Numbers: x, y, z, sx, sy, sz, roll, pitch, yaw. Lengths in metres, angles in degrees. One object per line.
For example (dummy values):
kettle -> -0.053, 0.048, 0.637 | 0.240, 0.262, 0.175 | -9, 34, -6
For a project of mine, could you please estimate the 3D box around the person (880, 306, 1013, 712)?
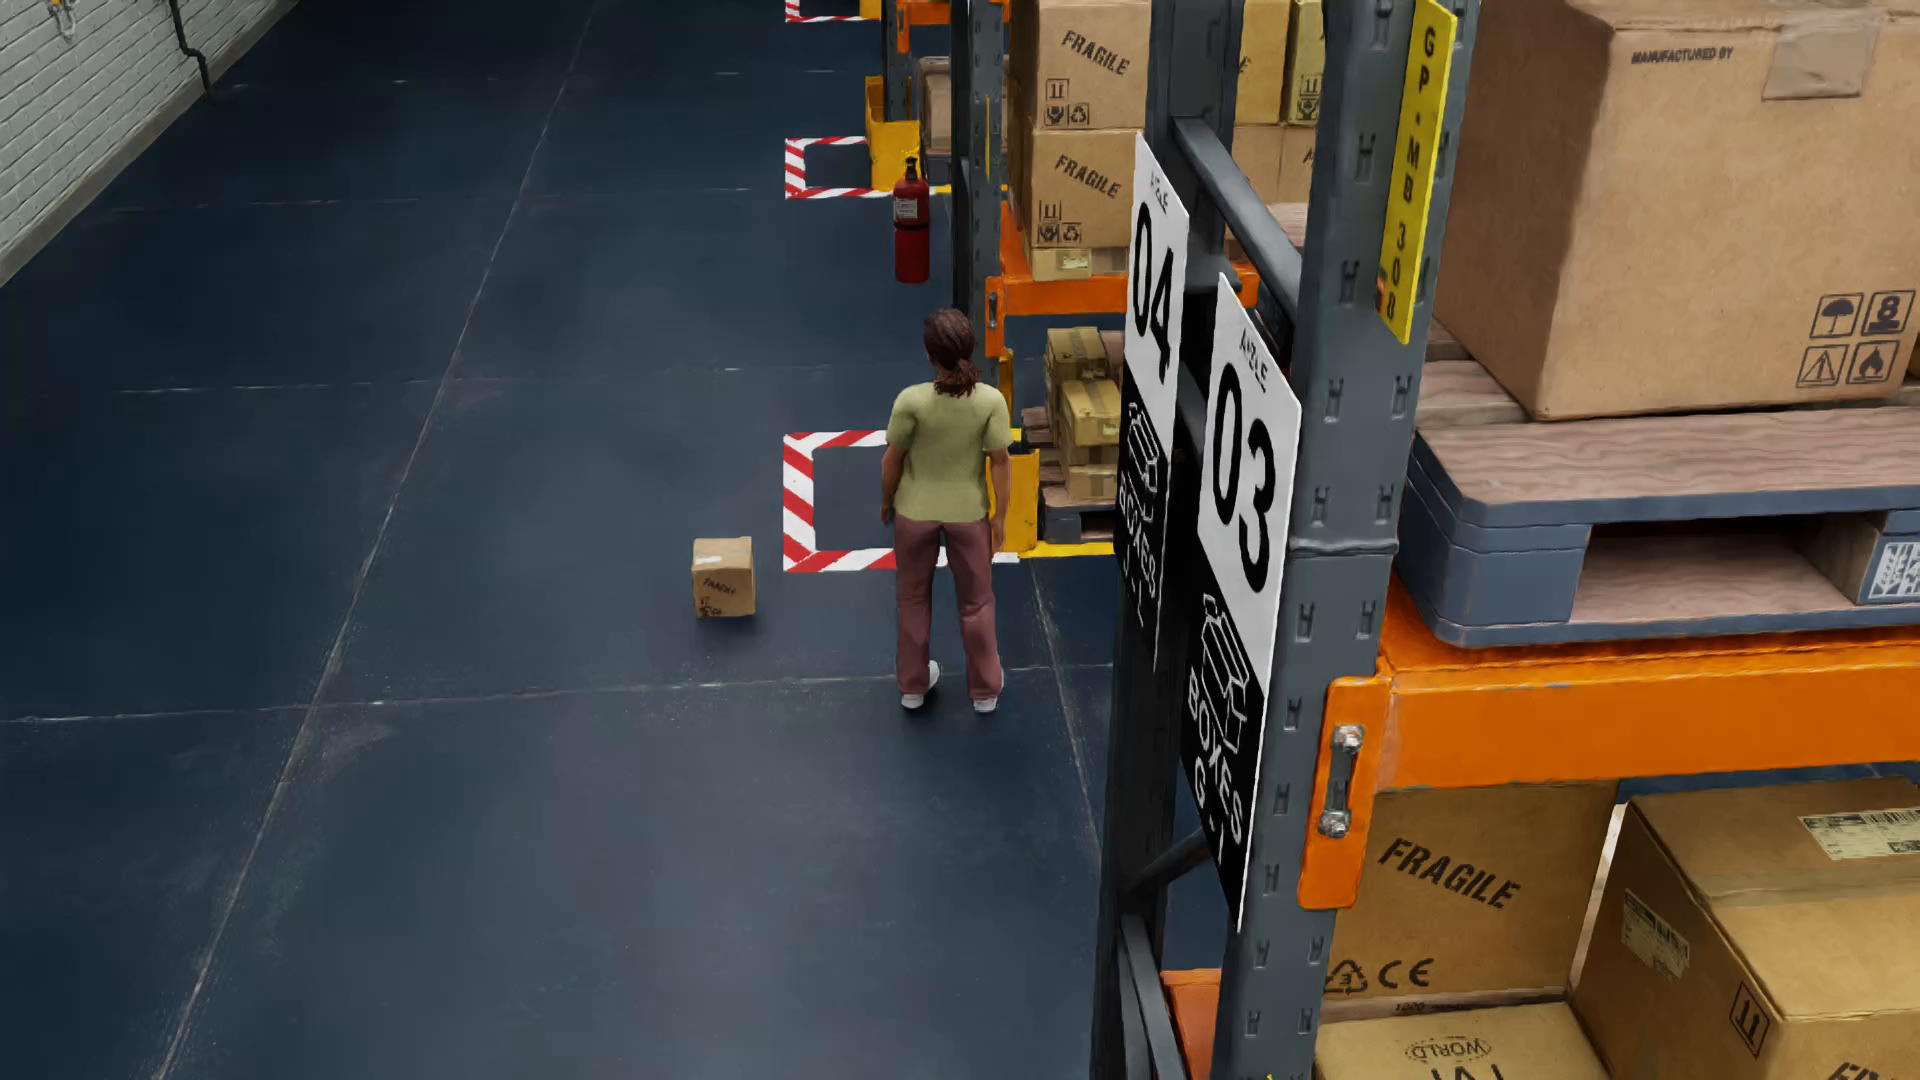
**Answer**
person -> -0.054, -0.090, 6.247 | 0.490, 1.674, 0.372 | -2, 31, -3
